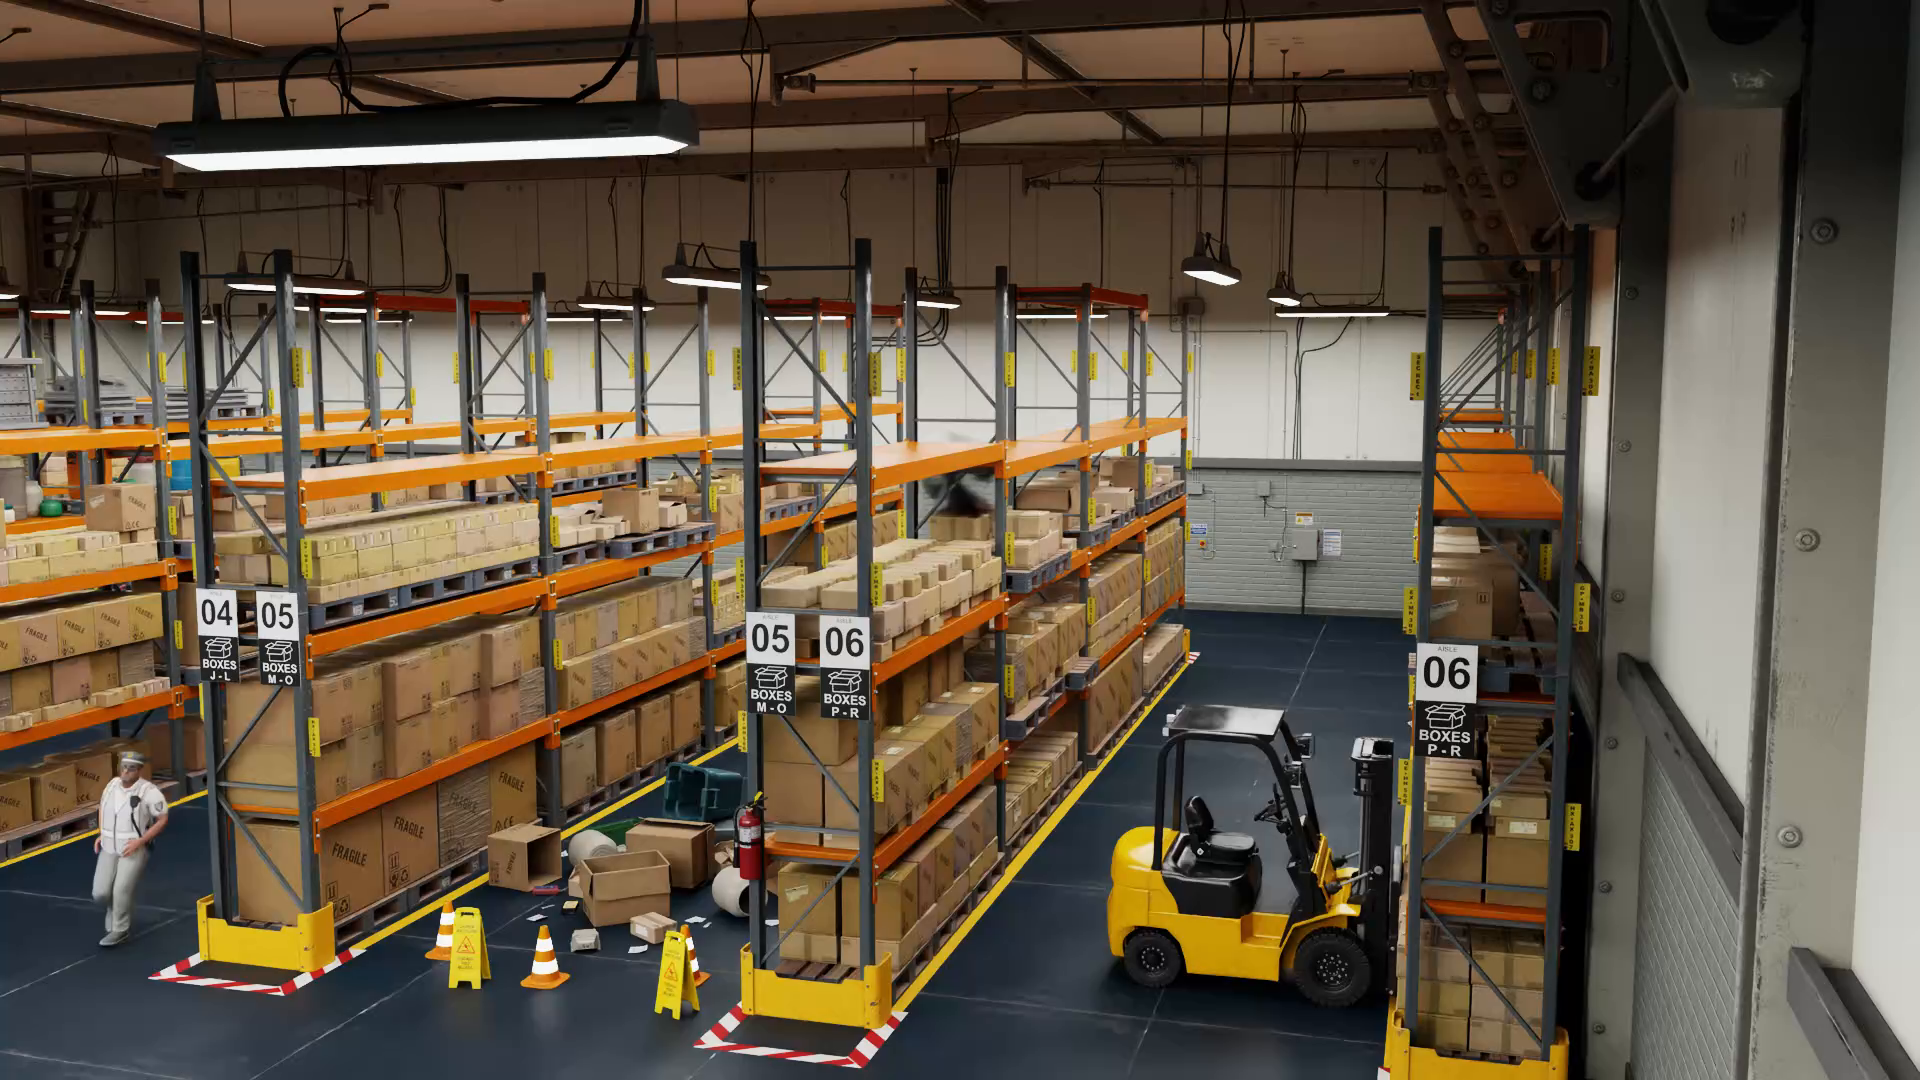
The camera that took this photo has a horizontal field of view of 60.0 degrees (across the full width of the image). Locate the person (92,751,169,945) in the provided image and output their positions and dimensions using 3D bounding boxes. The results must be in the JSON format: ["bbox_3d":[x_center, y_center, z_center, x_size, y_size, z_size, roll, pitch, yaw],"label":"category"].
[{"bbox_3d":[-7.295,2.684,14.605,0.692,1.722,0.558,0,6,1],"label":"person"}]
